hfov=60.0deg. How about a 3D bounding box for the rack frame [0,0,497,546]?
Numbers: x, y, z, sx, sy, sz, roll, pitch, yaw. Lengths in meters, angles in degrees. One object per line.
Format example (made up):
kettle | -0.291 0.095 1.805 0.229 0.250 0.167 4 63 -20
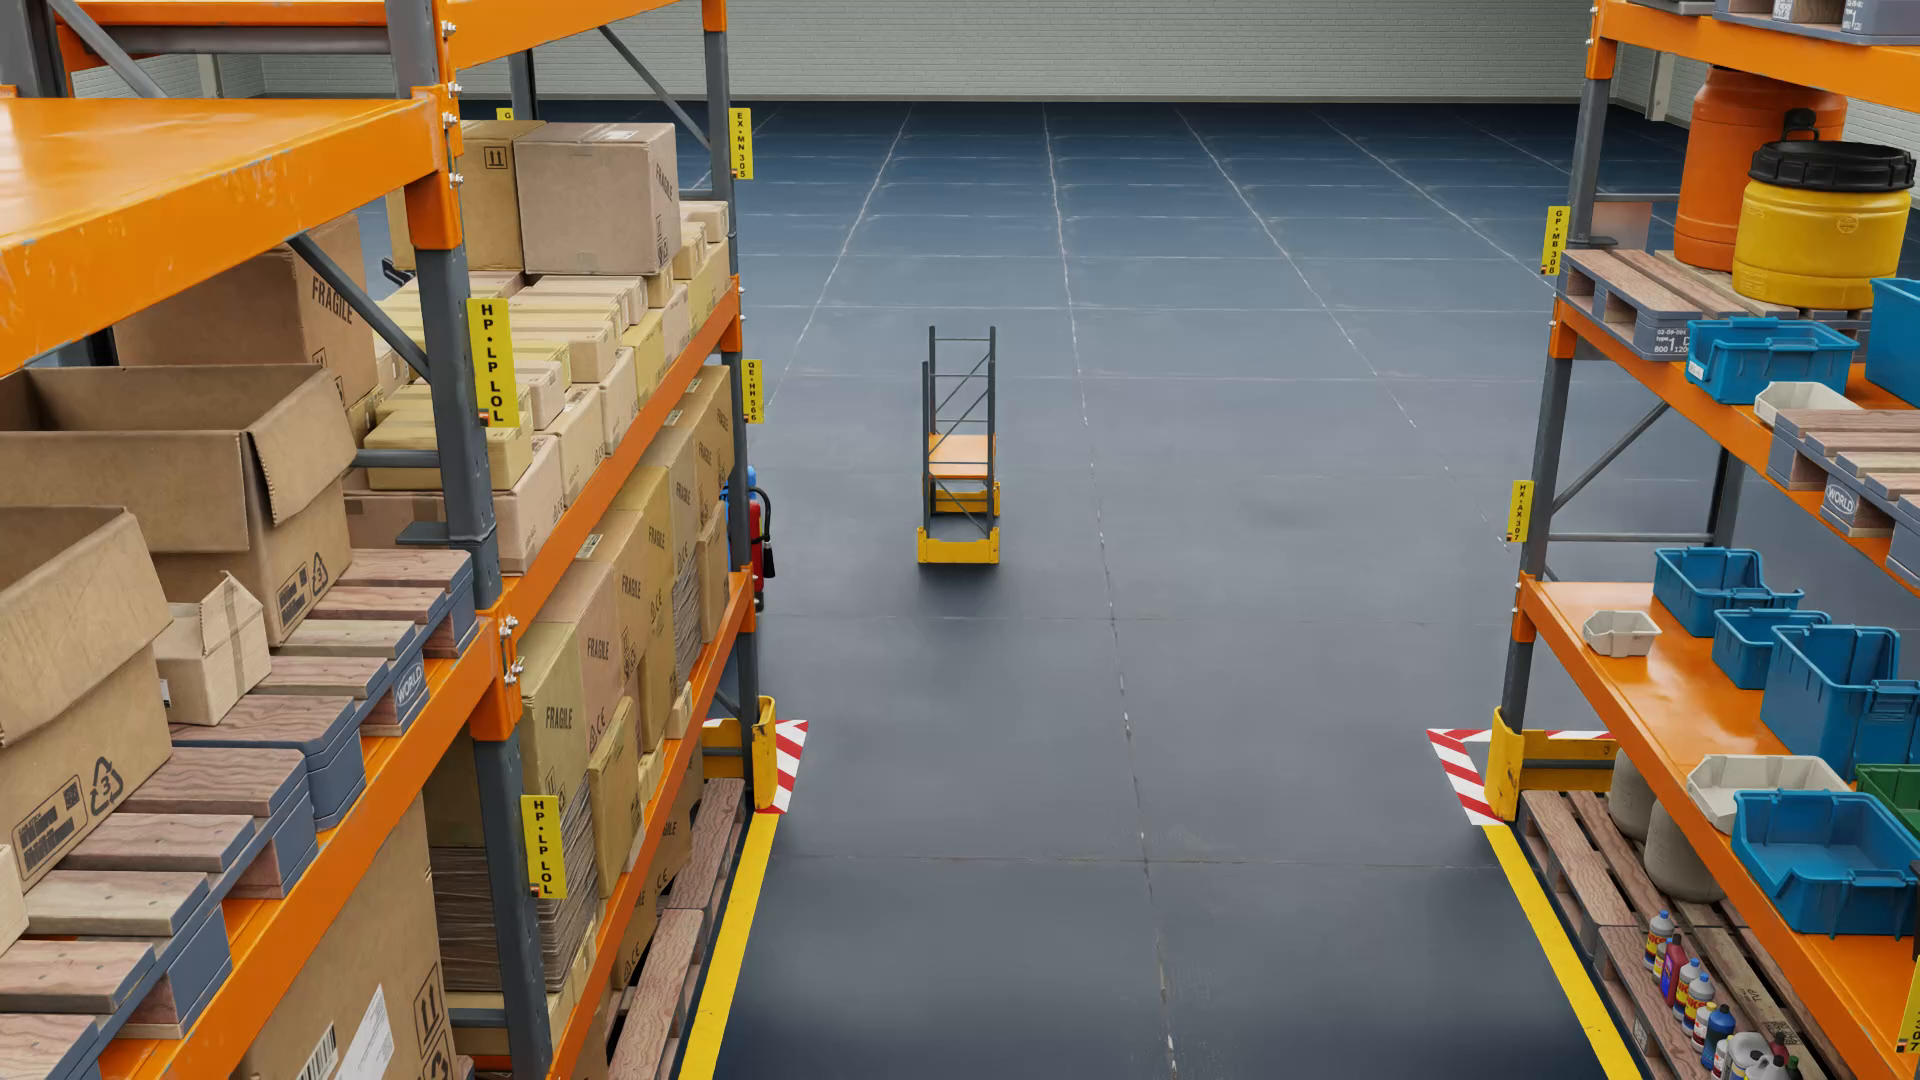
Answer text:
rack frame | -1.703 -1.412 3.729 1.000 3.000 0.127 1 21 2

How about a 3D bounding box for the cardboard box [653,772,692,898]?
cardboard box | -1.601 1.350 7.778 0.500 0.500 0.500 6 22 16

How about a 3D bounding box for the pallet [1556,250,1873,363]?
pallet | 3.246 -1.019 7.124 1.003 0.211 1.213 1 21 2

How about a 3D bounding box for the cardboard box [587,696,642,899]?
cardboard box | -1.577 0.857 5.624 0.875 0.500 0.500 1 21 2

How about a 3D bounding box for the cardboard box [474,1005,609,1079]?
cardboard box | -1.641 2.003 6.096 0.500 0.500 0.500 8 22 19

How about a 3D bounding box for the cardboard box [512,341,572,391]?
cardboard box | -1.451 -0.528 5.253 0.380 0.149 0.250 1 21 3

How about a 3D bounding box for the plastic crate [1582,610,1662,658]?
plastic crate | 3.020 0.436 7.624 0.298 0.136 0.250 1 21 2

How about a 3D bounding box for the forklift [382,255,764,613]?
forklift | -2.823 -0.683 10.237 3.031 2.935 1.130 -14 25 -31

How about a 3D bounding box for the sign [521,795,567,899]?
sign | -1.148 0.850 4.592 0.100 0.325 0.005 1 21 2

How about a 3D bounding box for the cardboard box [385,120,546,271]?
cardboard box | -1.897 -1.345 6.460 0.500 0.500 0.500 1 21 1

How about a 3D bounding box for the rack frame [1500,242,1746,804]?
rack frame | 3.369 -0.007 8.401 1.000 3.000 0.127 1 21 2

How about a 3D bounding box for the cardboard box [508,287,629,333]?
cardboard box | -1.409 -0.809 5.977 0.380 0.149 0.250 1 21 3

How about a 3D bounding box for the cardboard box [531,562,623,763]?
cardboard box | -1.422 0.392 5.439 0.500 0.500 0.500 1 21 2

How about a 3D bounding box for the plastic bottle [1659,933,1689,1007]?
plastic bottle | 2.977 1.788 6.921 0.061 0.283 0.133 1 21 3

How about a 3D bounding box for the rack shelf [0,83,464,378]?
rack shelf | -1.764 -0.167 2.067 1.077 0.370 4.000 1 21 2

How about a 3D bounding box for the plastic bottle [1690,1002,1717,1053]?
plastic bottle | 2.986 1.940 6.642 0.097 0.201 0.097 0 21 0

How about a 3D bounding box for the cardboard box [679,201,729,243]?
cardboard box | -1.278 -1.472 7.686 0.380 0.149 0.250 1 21 2

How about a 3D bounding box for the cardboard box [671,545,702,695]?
cardboard box | -1.579 0.314 7.023 0.875 0.500 0.500 1 21 2

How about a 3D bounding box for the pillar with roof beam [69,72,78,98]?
pillar with roof beam | -12.337 -11.409 29.493 9.100 9.000 0.400 1 21 2

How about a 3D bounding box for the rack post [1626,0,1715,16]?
rack post | 3.219 -2.299 6.705 0.937 0.300 0.954 3 21 7

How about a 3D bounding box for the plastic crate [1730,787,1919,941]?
plastic crate | 3.010 1.105 5.739 0.499 0.251 0.616 1 21 2

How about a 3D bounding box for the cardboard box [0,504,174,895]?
cardboard box | -1.844 0.252 2.863 0.797 0.503 0.637 1 21 4

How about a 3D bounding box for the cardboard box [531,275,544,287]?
cardboard box | -1.901 -1.108 6.748 0.380 0.149 0.250 1 21 1

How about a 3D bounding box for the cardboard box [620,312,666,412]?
cardboard box | -1.389 -0.665 6.158 0.500 0.250 0.500 0 21 1

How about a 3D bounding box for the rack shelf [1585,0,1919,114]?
rack shelf | 3.308 -1.559 5.654 1.077 0.370 4.000 1 21 2

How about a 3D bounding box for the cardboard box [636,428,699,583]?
cardboard box | -1.378 -0.150 6.837 0.500 0.500 0.500 1 21 2

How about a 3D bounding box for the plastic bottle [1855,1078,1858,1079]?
plastic bottle | 3.557 2.002 6.380 0.152 0.276 0.135 1 21 2

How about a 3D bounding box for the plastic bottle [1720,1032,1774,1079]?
plastic bottle | 3.004 2.023 6.326 0.152 0.276 0.135 1 21 3

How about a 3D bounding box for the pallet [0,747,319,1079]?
pallet | -1.857 0.671 2.766 1.213 0.211 1.003 1 21 2

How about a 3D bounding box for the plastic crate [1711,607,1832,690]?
plastic crate | 3.628 0.481 7.348 0.499 0.251 0.408 1 21 2

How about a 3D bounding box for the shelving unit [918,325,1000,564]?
shelving unit | 0.002 -0.727 12.329 0.587 1.500 1.083 1 21 2

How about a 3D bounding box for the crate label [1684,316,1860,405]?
crate label | 2.982 -0.663 6.150 0.502 0.251 0.408 1 21 2

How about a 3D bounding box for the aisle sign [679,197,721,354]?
aisle sign | -1.280 -1.293 8.120 0.394 0.787 0.004 1 21 2

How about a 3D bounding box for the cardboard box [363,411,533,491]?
cardboard box | -1.385 -0.244 4.520 0.380 0.149 0.250 0 21 0

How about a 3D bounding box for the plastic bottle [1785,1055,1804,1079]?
plastic bottle | 3.098 2.070 6.194 0.061 0.283 0.133 1 21 2

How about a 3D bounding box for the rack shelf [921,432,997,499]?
rack shelf | 0.003 -0.562 12.402 0.538 0.185 1.000 1 21 2

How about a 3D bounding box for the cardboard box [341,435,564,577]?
cardboard box | -1.433 -0.104 4.710 0.500 0.250 0.500 0 21 0

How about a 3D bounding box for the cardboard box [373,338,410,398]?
cardboard box | -1.979 -0.538 5.278 0.380 0.149 0.250 0 21 0

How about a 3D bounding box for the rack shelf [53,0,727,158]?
rack shelf | -1.642 -1.798 5.723 1.077 0.370 4.000 1 21 2

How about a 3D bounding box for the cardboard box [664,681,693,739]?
cardboard box | -1.324 0.704 6.914 0.380 0.149 0.250 1 21 2

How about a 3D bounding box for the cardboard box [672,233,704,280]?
cardboard box | -1.286 -1.188 6.954 0.380 0.149 0.250 1 21 2

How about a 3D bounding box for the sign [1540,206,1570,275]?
sign | 2.819 -1.417 7.876 0.100 0.325 0.005 1 21 2

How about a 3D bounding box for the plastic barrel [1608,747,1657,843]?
plastic barrel | 3.426 1.196 8.159 0.421 0.512 0.421 0 21 0

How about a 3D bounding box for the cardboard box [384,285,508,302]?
cardboard box | -1.851 -0.824 6.014 0.380 0.149 0.250 0 21 0

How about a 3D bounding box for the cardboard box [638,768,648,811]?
cardboard box | -1.382 0.975 6.217 0.380 0.149 0.250 1 21 2

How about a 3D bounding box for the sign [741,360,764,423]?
sign | -1.027 -0.735 8.240 0.100 0.325 0.005 1 21 2

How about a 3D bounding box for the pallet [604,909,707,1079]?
pallet | -1.684 1.999 7.085 1.003 0.211 1.213 1 21 2

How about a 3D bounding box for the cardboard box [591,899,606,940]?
cardboard box | -1.395 1.246 5.517 0.380 0.149 0.250 1 21 2

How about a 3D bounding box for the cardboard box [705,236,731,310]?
cardboard box | -1.342 -1.213 7.569 0.500 0.250 0.500 1 21 3
